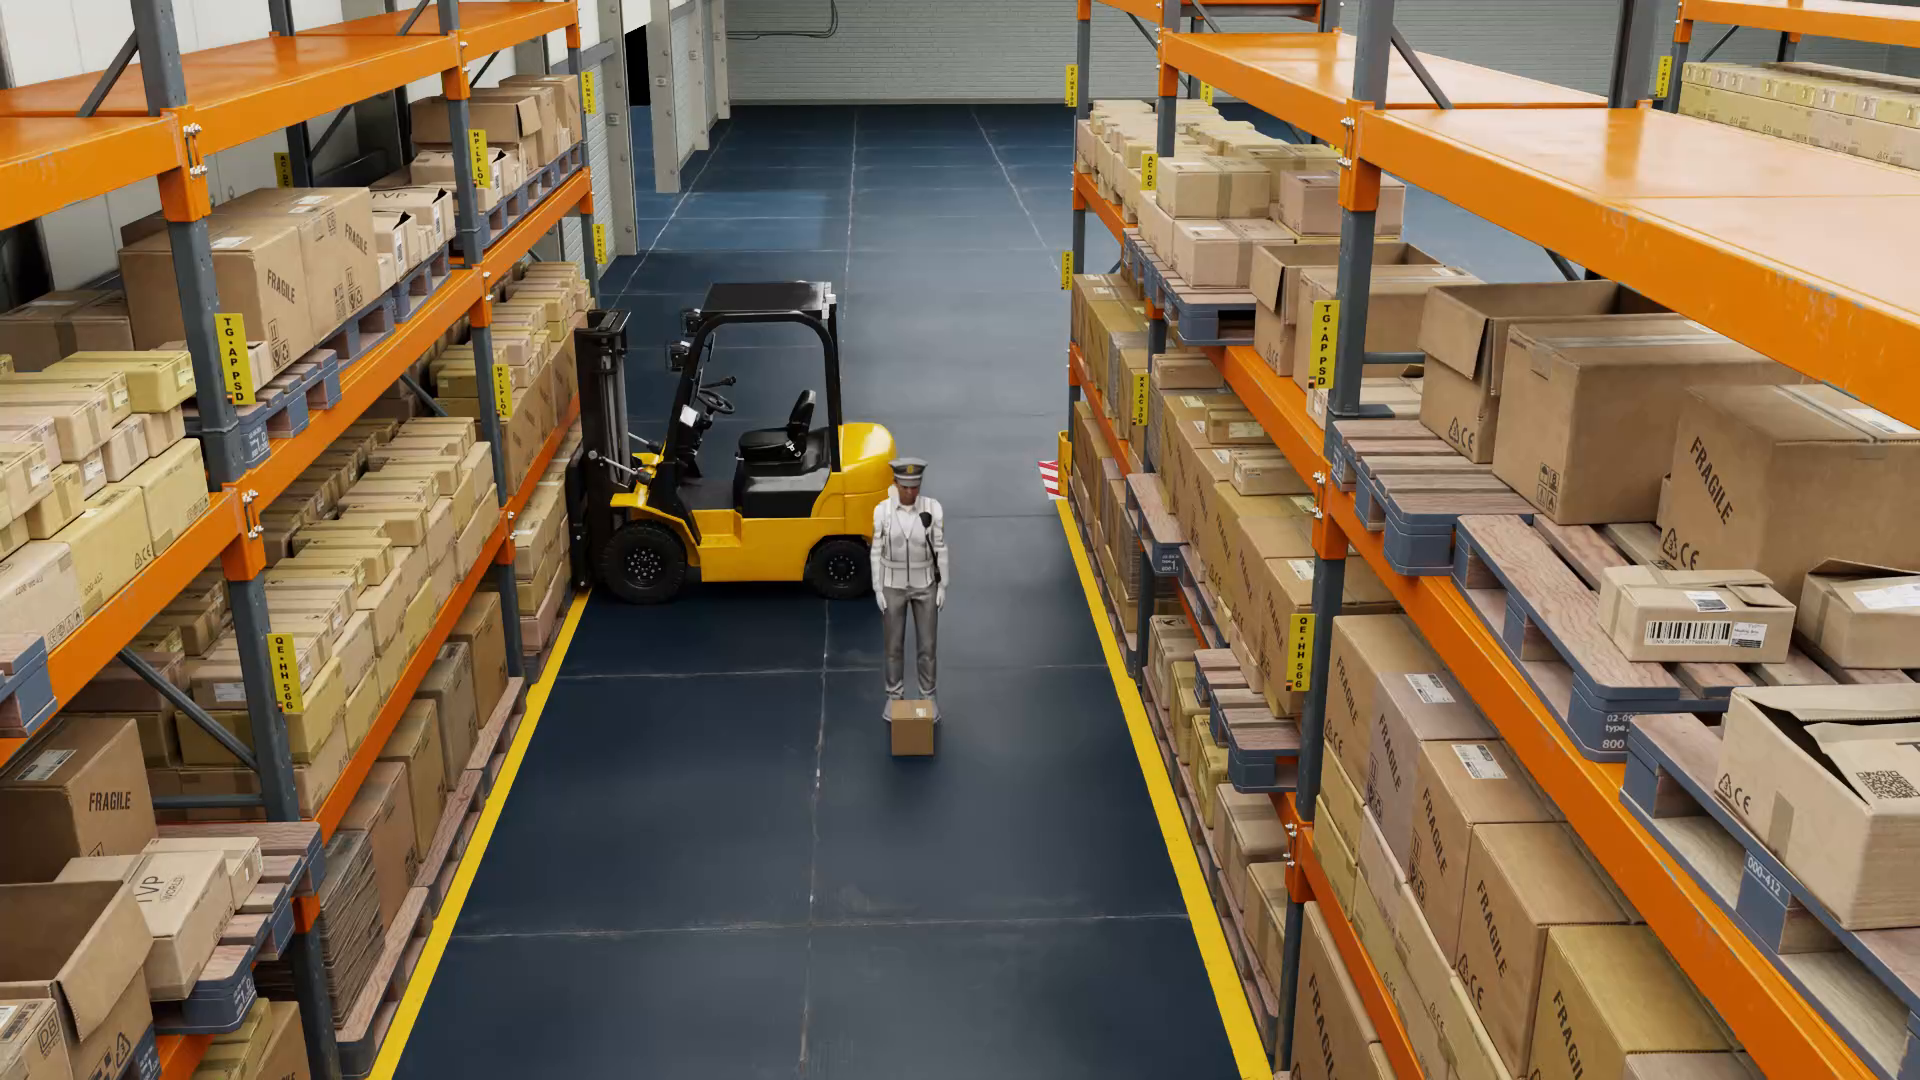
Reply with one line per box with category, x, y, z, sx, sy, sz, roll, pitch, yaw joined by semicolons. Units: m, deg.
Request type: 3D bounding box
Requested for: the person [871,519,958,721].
person;-0.280;0.471;10.244;0.535;1.375;0.709;-1;21;-3
